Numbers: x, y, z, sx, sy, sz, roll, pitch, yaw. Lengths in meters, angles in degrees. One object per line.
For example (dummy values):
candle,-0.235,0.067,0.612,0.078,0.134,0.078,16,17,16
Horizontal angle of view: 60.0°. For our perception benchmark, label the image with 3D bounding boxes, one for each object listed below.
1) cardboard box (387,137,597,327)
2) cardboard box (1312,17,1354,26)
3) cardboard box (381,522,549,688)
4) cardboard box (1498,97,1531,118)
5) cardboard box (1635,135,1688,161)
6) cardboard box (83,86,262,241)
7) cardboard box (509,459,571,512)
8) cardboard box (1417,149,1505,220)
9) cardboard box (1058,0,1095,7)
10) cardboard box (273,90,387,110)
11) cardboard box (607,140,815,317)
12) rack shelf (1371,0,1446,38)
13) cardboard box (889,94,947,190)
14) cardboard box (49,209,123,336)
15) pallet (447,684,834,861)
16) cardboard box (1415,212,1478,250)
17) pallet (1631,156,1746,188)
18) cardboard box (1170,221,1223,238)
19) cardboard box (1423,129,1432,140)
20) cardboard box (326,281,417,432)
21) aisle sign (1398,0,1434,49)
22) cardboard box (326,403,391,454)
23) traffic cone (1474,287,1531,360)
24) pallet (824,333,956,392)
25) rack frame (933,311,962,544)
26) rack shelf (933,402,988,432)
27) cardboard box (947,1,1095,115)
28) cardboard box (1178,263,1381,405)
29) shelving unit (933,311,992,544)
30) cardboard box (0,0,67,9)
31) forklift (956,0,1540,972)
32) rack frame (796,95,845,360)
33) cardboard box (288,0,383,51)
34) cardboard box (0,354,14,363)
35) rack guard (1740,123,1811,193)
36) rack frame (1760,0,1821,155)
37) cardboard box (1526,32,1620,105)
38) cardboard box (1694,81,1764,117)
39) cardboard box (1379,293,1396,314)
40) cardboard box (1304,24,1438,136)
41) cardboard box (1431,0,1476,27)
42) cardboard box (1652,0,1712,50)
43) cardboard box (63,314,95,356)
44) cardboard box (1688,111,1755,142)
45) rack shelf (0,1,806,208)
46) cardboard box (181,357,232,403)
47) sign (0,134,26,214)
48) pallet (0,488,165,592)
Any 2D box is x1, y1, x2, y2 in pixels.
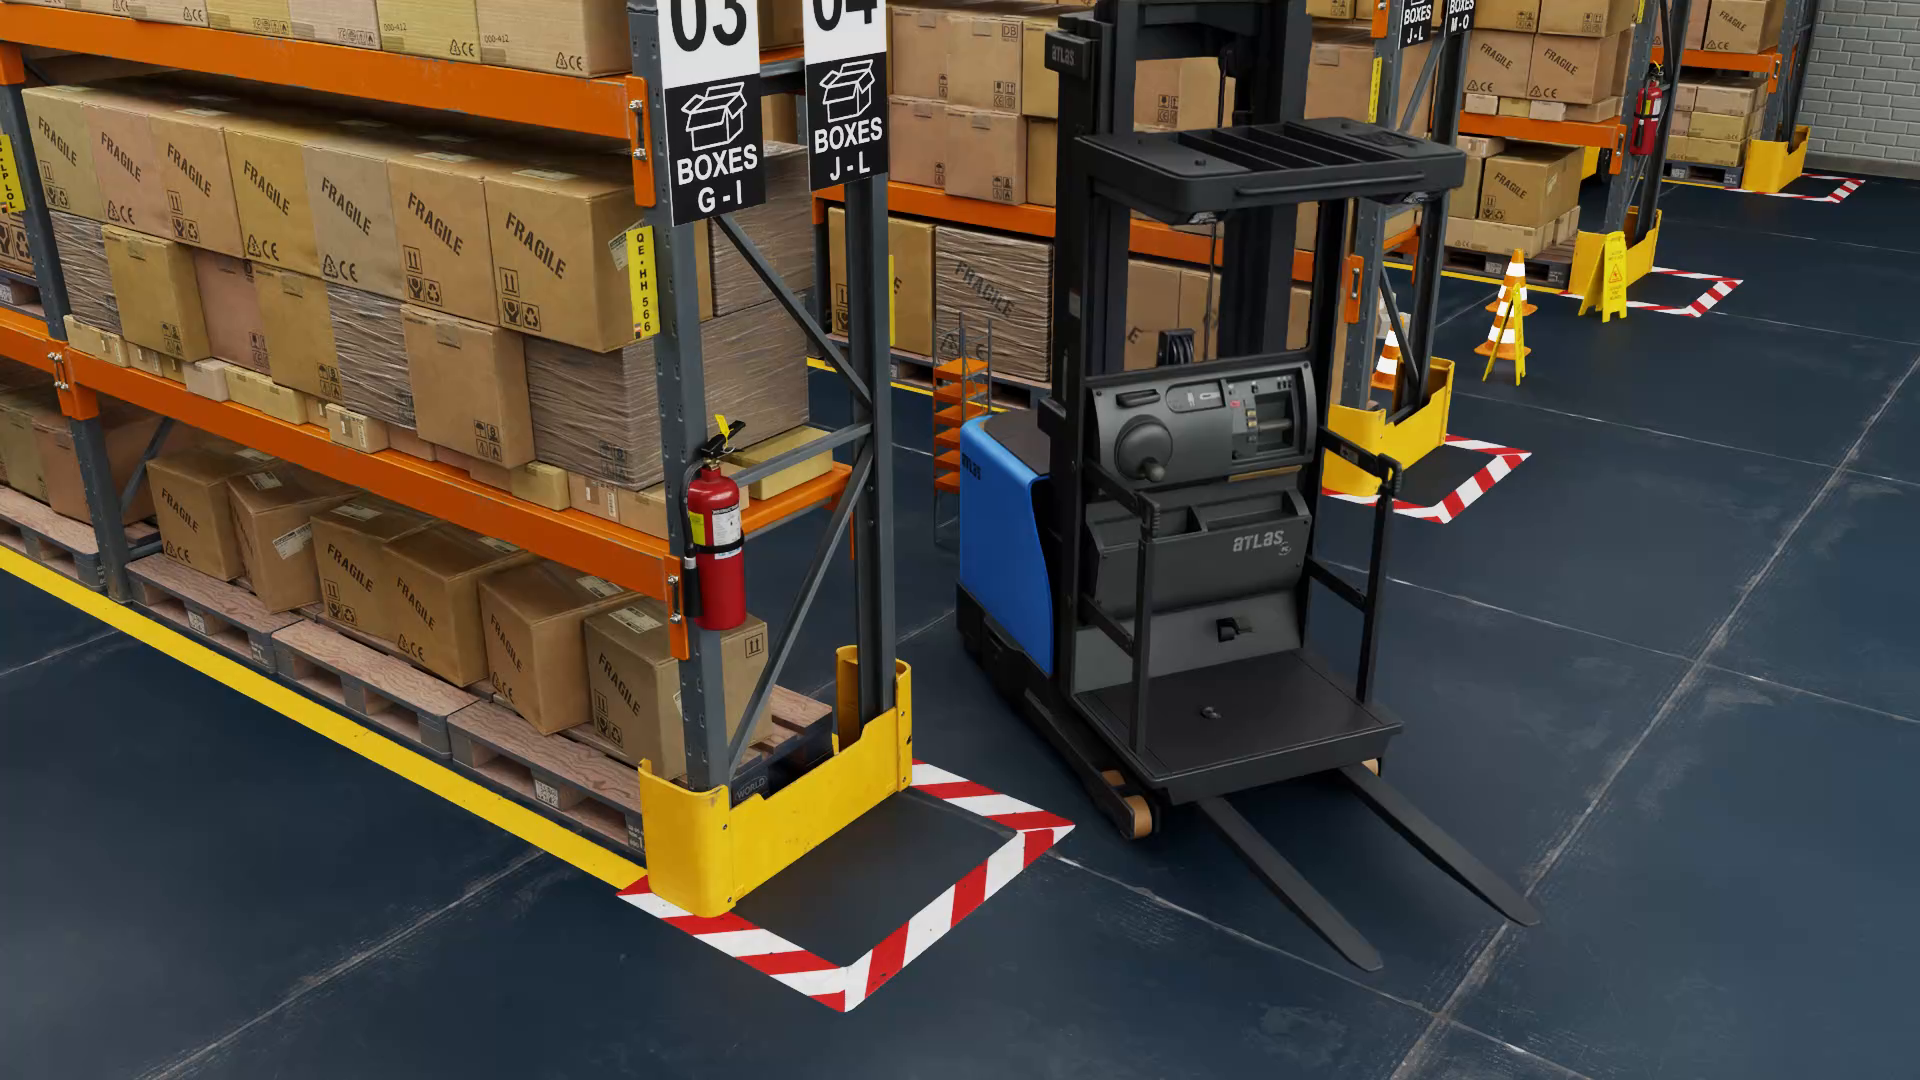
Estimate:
cardboard box,-1.582,-1.073,5.733,0.500,0.500,0.500,17,29,33
cardboard box,3.147,-4.172,14.006,0.500,0.500,0.500,17,29,33
cardboard box,-2.068,0.243,7.058,0.500,0.500,0.500,20,31,38
cardboard box,4.464,-3.460,13.194,0.250,0.149,0.380,16,29,32
cardboard box,7.370,-4.130,17.293,0.500,0.250,0.500,17,29,33
cardboard box,-3.182,-1.557,6.831,0.500,0.500,0.500,17,29,33
cardboard box,-1.372,-0.253,5.917,0.250,0.149,0.380,17,29,33
cardboard box,4.136,-2.971,13.731,0.500,0.500,0.500,18,30,35
cardboard box,1.248,-4.957,15.267,0.500,0.500,0.500,17,29,34
cardboard box,-2.465,-1.607,6.943,0.500,0.500,0.500,17,29,33
cardboard box,-0.867,-1.122,5.843,0.500,0.500,0.500,17,29,33
rack shelf,0.865,-3.365,9.838,4.000,0.370,1.077,17,29,33
cardboard box,0.021,-2.662,10.886,0.550,0.550,0.875,17,29,33
cardboard box,-3.468,-1.282,7.446,0.500,0.500,0.875,17,29,33
pallet,-1.280,0.788,6.699,1.213,0.211,1.003,17,29,33
cardboard box,4.136,-2.629,13.887,0.500,0.250,0.500,17,29,33
pallet,7.691,-3.957,17.468,1.213,0.211,1.003,17,29,33
cardboard box,1.688,-2.107,9.626,0.550,0.550,0.875,17,29,33
cardboard box,3.813,-3.336,13.755,0.250,0.149,0.380,18,30,35
cardboard box,-1.860,-0.802,6.358,0.500,0.500,0.875,17,29,33
aisle sign,2.343,-2.913,8.417,0.004,0.787,0.394,17,29,33
cardboard box,-2.205,-0.478,6.426,0.250,0.149,0.380,17,29,33
traffic cone,3.842,-1.545,11.684,0.334,0.463,0.336,17,29,33
pallet,-0.174,-1.320,11.483,1.213,0.211,1.003,17,29,33
rack frame,-0.062,-0.568,8.550,0.006,1.200,0.240,17,29,33
rack shelf,0.012,-0.615,8.470,0.180,0.103,0.258,17,29,33
cardboard box,0.399,-2.997,10.306,0.550,0.550,0.875,17,29,33
cardboard box,1.883,-1.200,9.868,0.875,0.875,0.875,17,29,34
shelving unit,0.012,-0.546,8.500,0.189,1.200,0.258,17,29,33
cardboard box,-3.584,-2.341,6.810,0.500,0.250,0.500,16,28,31
forklift,1.006,-0.415,6.057,1.130,2.935,3.031,-9,25,-20
rack frame,-0.735,-2.805,11.395,0.127,3.000,1.000,17,29,33
cardboard box,-1.934,-1.847,5.687,0.500,0.250,0.500,18,29,34
cardboard box,-5.534,-0.833,9.475,0.500,0.500,0.700,20,31,38
rack guard,8.347,-3.912,17.008,0.348,0.500,1.175,17,29,33
rack frame,8.328,-5.061,16.517,0.127,3.000,1.000,17,29,33
cardboard box,4.754,-3.683,12.896,0.500,0.500,0.500,16,29,32
cardboard box,7.772,-4.463,16.809,0.500,0.250,0.500,18,29,35
cardboard box,3.094,-1.819,12.695,0.380,0.149,0.250,-10,26,-21
cardboard box,2.192,-2.502,9.184,0.550,0.550,0.875,17,29,33
cardboard box,3.944,-4.366,13.207,0.500,0.500,0.700,16,29,33
cardboard box,7.367,-5.270,16.866,0.500,0.500,0.500,18,29,35
cardboard box,-3.799,-0.965,7.531,0.250,0.149,0.380,17,29,33
cardboard box,7.751,-4.241,16.924,0.500,0.250,0.500,16,29,33
rack shelf,-2.190,-1.789,6.261,4.000,0.370,1.077,17,29,33
cardboard box,-3.009,-0.718,6.970,0.250,0.149,0.380,17,29,33
sign,-4.121,-1.579,7.177,0.005,0.325,0.100,17,29,33
pallet,-4.415,-0.141,8.807,1.213,0.211,1.003,17,29,33
